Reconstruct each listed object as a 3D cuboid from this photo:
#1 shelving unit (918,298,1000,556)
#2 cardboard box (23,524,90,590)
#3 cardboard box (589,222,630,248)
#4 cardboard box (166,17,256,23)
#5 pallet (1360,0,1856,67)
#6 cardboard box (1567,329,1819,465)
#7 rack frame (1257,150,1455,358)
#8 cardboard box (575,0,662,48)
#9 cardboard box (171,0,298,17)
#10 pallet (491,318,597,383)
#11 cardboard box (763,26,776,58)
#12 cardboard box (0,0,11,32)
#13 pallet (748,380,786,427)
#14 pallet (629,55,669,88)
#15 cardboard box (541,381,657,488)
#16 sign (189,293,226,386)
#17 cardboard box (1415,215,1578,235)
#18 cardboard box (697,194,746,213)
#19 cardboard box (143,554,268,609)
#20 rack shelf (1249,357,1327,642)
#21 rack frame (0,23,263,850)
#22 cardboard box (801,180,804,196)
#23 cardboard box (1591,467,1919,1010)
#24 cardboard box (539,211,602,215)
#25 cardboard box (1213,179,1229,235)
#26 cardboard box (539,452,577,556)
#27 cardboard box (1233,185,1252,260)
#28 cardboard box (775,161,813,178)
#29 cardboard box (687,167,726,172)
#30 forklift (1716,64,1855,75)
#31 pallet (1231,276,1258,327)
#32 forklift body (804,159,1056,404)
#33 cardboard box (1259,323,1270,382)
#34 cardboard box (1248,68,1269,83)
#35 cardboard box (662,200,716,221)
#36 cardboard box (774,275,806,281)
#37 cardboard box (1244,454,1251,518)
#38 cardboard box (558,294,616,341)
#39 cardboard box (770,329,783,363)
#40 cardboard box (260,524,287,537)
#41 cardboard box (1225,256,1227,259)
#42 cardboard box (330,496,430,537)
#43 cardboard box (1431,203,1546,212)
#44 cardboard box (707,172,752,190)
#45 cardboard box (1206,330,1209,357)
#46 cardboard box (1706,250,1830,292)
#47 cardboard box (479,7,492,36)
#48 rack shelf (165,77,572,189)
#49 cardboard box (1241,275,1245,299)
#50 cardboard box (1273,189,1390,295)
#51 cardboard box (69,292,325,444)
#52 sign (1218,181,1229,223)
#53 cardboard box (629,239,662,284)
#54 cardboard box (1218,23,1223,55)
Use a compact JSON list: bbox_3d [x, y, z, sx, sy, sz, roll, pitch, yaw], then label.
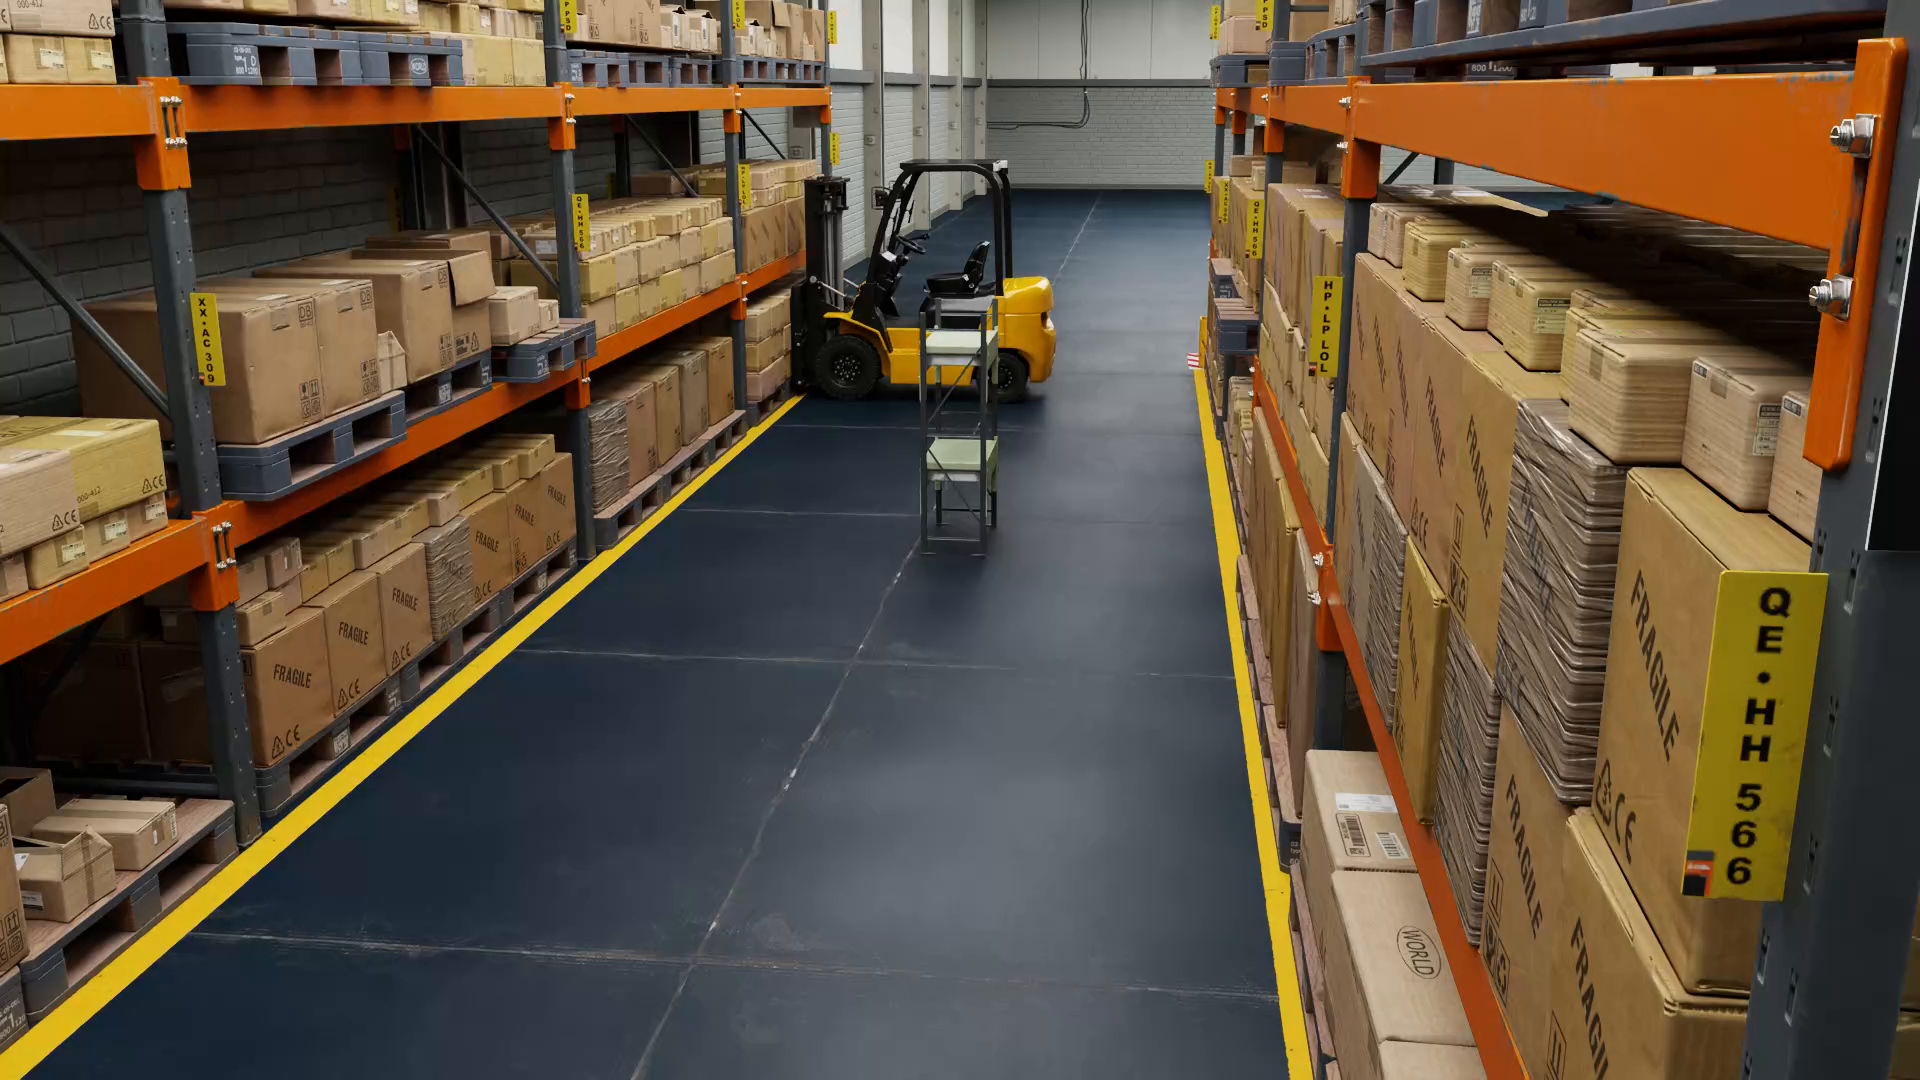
[{"bbox_3d":[0.001,-0.726,10.473,0.431,1.500,0.755,2,15,6],"label":"shelving unit"},{"bbox_3d":[-2.998,0.045,5.232,0.380,0.149,0.250,2,15,8],"label":"cardboard box"},{"bbox_3d":[-2.371,-1.981,10.806,0.380,0.149,0.250,2,15,7],"label":"cardboard box"},{"bbox_3d":[-3.173,-2.232,6.909,0.380,0.149,0.250,1,15,5],"label":"cardboard box"},{"bbox_3d":[1.630,-1.351,4.336,1.003,0.211,1.213,2,15,6],"label":"pallet"},{"bbox_3d":[1.073,-0.199,2.303,0.380,0.149,0.250,2,15,6],"label":"cardboard box"},{"bbox_3d":[2.184,-1.195,9.336,1.000,3.000,0.127,2,15,6],"label":"rack frame"},{"bbox_3d":[-2.310,-3.532,11.045,0.500,0.500,0.500,2,15,8],"label":"cardboard box"},{"bbox_3d":[-2.776,-2.081,6.351,0.380,0.149,0.250,2,15,7],"label":"cardboard box"},{"bbox_3d":[-2.755,-1.070,9.240,1.213,0.211,1.003,2,15,6],"label":"pallet"},{"bbox_3d":[-1.828,-4.388,14.658,0.396,0.266,0.258,1,15,5],"label":"cardboard box"},{"bbox_3d":[-3.054,-1.555,4.636,0.500,0.250,0.500,1,15,4],"label":"cardboard box"},{"bbox_3d":[-2.166,-1.237,14.832,1.003,0.211,1.213,2,15,6],"label":"pallet"},{"bbox_3d":[-2.637,-3.166,11.240,1.003,0.211,1.213,2,15,9],"label":"pallet"},{"bbox_3d":[-2.599,-0.728,11.353,0.875,0.625,0.625,2,15,8],"label":"cardboard box"},{"bbox_3d":[-2.660,-0.707,5.872,0.100,0.325,0.005,2,15,6],"label":"sign"},{"bbox_3d":[1.439,-0.793,4.499,0.380,0.149,0.250,2,15,6],"label":"cardboard box"},{"bbox_3d":[-2.000,-2.814,13.889,0.380,0.149,0.250,1,15,5],"label":"cardboard box"},{"bbox_3d":[-2.955,0.157,6.506,0.380,0.149,0.250,1,15,5],"label":"cardboard box"},{"bbox_3d":[1.958,-0.329,7.512,1.077,0.370,4.000,2,15,6],"label":"rack shelf"},{"bbox_3d":[-3.200,-0.303,6.036,1.000,3.000,0.127,2,15,6],"label":"rack frame"},{"bbox_3d":[-1.718,-3.411,16.097,0.380,0.149,0.250,1,15,4],"label":"cardboard box"},{"bbox_3d":[1.099,0.217,2.007,0.500,0.500,0.500,2,15,8],"label":"cardboard box"},{"bbox_3d":[-2.768,-2.260,11.841,0.380,0.149,0.250,2,15,7],"label":"cardboard box"},{"bbox_3d":[2.702,-3.213,16.036,0.500,0.500,0.500,2,15,8],"label":"cardboard box"},{"bbox_3d":[-2.583,-0.221,9.716,0.500,0.500,0.500,2,15,8],"label":"cardboard box"},{"bbox_3d":[2.125,-2.123,11.200,0.500,0.500,0.500,1,15,4],"label":"cardboard box"},{"bbox_3d":[-1.676,-3.688,16.549,0.380,0.149,0.250,2,15,8],"label":"cardboard box"},{"bbox_3d":[-2.325,-3.371,15.377,0.380,0.149,0.250,2,15,8],"label":"cardboard box"},{"bbox_3d":[4.982,-1.527,10.695,1.130,2.935,3.031,2,15,7],"label":"forklift"},{"bbox_3d":[2.367,-1.617,11.264,1.003,0.211,1.213,2,15,6],"label":"pallet"},{"bbox_3d":[-0.247,-2.460,15.640,2.313,2.155,1.214,2,15,6],"label":"forklift body"},{"bbox_3d":[1.879,-1.003,8.913,0.500,0.250,0.500,1,15,5],"label":"cardboard box"},{"bbox_3d":[2.367,-3.650,13.150,0.380,0.149,0.250,2,15,7],"label":"cardboard box"},{"bbox_3d":[-2.126,-2.577,13.011,0.380,0.149,0.250,1,15,5],"label":"cardboard box"},{"bbox_3d":[-1.640,-2.512,16.754,0.500,0.250,0.500,2,15,7],"label":"cardboard box"},{"bbox_3d":[2.258,-0.276,10.165,0.950,0.372,0.625,1,15,2],"label":"cardboard box"},{"bbox_3d":[-2.456,-1.376,10.292,0.500,0.250,0.500,2,15,6],"label":"cardboard box"},{"bbox_3d":[-1.881,-1.742,14.862,0.500,0.250,0.500,2,15,6],"label":"cardboard box"},{"bbox_3d":[-3.314,0.015,7.601,0.380,0.149,0.250,2,15,8],"label":"cardboard box"},{"bbox_3d":[2.390,-2.269,13.787,0.380,0.149,0.250,2,15,8],"label":"cardboard box"},{"bbox_3d":[-2.808,-0.109,8.060,0.380,0.149,0.250,2,15,6],"label":"cardboard box"},{"bbox_3d":[2.209,-1.191,7.215,0.500,0.500,0.500,1,15,5],"label":"cardboard box"},{"bbox_3d":[-2.007,-3.094,14.353,0.380,0.149,0.250,1,15,5],"label":"cardboard box"},{"bbox_3d":[2.721,-1.944,16.570,0.500,0.250,0.500,2,15,6],"label":"cardboard box"},{"bbox_3d":[1.794,-0.519,3.484,0.380,0.149,0.250,2,15,6],"label":"cardboard box"},{"bbox_3d":[-2.653,-2.675,8.587,0.380,0.149,0.250,2,15,8],"label":"cardboard box"},{"bbox_3d":[-2.974,-1.923,7.657,1.077,0.370,4.000,2,15,6],"label":"rack shelf"},{"bbox_3d":[1.966,-1.572,10.406,0.380,0.149,0.250,1,15,4],"label":"cardboard box"},{"bbox_3d":[1.839,-1.477,8.269,0.500,0.500,0.500,2,15,6],"label":"cardboard box"},{"bbox_3d":[-2.923,-0.673,6.408,0.700,0.500,0.500,2,15,8],"label":"cardboard box"},{"bbox_3d":[2.095,-2.665,13.111,0.100,0.325,0.005,2,15,6],"label":"sign"},{"bbox_3d":[-2.321,-1.882,11.207,0.500,0.250,0.500,1,15,5],"label":"cardboard box"},{"bbox_3d":[2.171,-3.671,12.229,0.500,0.250,0.500,1,15,5],"label":"cardboard box"}]
